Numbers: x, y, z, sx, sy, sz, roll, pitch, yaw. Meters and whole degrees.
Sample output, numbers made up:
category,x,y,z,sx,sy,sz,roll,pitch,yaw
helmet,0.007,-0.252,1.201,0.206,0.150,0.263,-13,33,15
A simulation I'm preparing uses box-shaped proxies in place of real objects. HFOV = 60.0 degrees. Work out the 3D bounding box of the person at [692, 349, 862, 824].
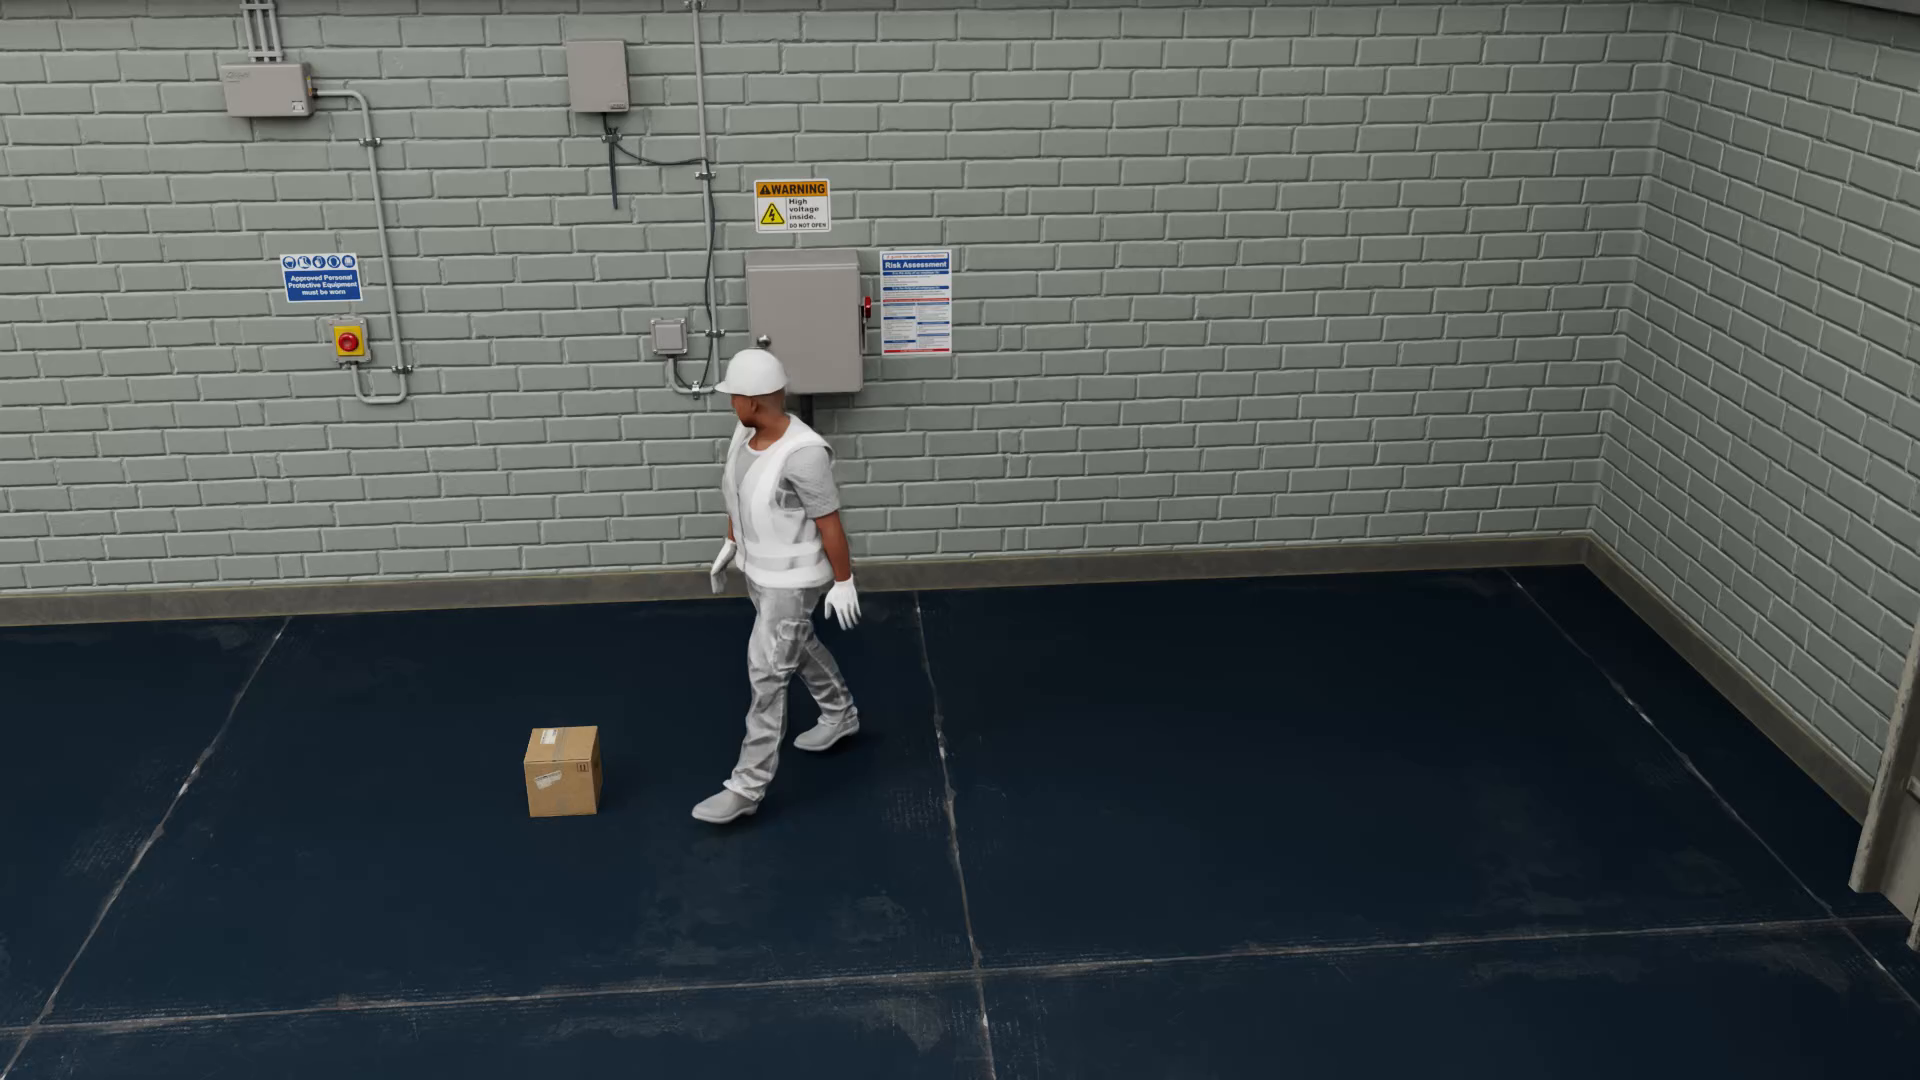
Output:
category,x,y,z,sx,sy,sz,roll,pitch,yaw
person,-0.738,0.132,6.247,0.892,1.750,0.586,-14,27,-29
